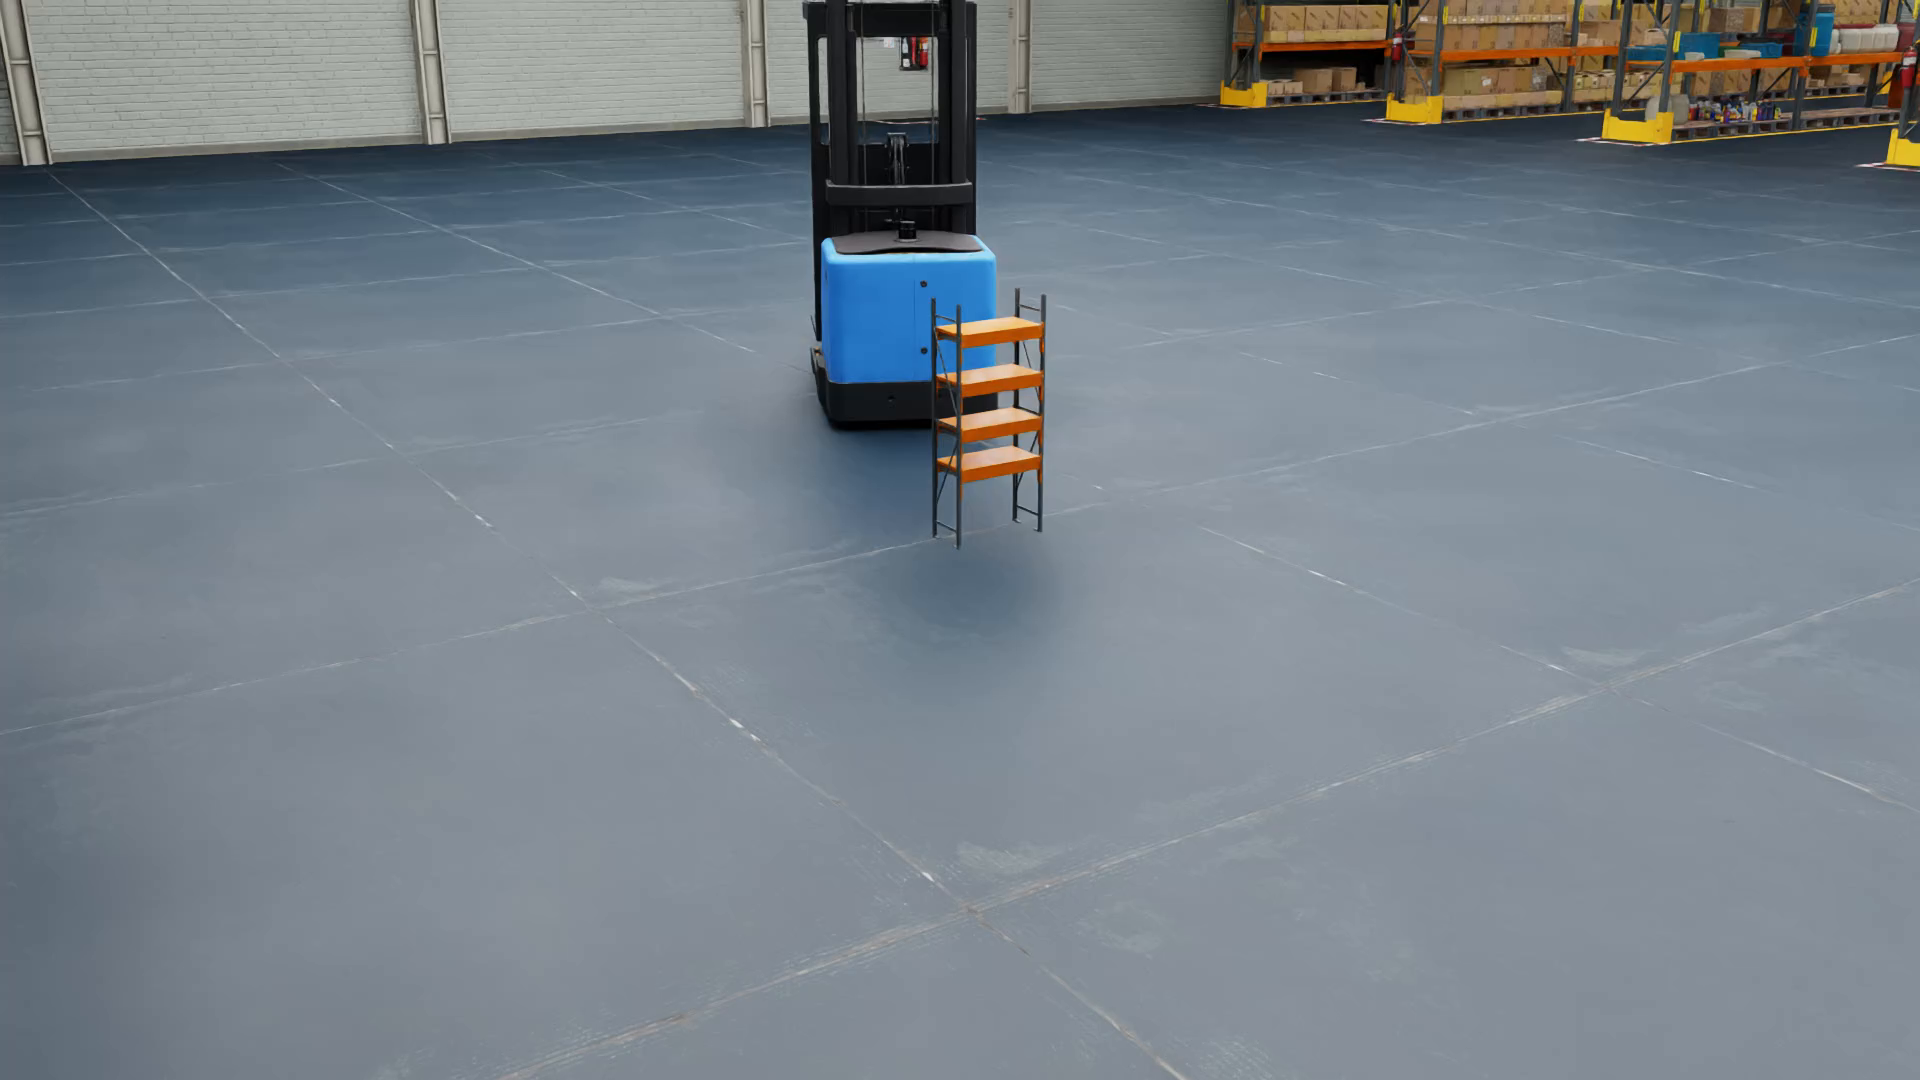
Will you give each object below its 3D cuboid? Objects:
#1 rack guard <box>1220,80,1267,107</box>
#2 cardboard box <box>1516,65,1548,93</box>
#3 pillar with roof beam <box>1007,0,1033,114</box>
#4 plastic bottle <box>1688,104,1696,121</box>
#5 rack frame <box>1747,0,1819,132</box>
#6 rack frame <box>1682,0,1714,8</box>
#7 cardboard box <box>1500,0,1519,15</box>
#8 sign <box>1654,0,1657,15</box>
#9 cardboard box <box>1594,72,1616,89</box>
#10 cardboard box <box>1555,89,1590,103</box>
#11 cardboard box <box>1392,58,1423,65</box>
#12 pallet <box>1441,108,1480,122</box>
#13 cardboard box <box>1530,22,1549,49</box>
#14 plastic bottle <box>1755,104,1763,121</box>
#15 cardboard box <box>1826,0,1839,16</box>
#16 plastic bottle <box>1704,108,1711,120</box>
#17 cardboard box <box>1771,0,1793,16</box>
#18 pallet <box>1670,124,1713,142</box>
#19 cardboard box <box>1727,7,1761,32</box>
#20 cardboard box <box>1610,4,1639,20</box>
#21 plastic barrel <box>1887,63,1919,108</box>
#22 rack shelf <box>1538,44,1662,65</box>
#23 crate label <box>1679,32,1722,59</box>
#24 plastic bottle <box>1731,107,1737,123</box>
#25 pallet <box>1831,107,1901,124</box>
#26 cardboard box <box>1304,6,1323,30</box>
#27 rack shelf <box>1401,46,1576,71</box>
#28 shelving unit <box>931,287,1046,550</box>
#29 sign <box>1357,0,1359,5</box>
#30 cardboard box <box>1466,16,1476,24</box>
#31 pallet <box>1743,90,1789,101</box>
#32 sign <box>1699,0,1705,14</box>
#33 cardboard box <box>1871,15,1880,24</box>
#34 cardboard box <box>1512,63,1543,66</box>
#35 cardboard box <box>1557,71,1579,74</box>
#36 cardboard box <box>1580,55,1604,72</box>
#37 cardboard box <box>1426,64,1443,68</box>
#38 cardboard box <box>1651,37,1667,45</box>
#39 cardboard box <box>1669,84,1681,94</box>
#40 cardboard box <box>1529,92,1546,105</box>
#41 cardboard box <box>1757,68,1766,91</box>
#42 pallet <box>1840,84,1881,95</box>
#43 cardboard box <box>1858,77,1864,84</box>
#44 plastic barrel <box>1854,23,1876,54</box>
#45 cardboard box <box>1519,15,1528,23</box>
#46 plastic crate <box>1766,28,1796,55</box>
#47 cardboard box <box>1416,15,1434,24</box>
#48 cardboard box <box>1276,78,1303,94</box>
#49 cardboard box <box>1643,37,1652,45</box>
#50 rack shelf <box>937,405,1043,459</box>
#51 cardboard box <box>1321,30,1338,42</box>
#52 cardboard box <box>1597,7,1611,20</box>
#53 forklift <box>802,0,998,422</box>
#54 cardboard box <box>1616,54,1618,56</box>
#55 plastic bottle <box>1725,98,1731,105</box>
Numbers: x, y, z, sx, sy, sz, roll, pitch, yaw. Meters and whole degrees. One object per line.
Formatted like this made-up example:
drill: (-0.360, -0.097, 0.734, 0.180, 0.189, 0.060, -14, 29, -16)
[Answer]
rack guard: (6.187, -9.749, 36.301, 0.348, 0.500, 1.175, -12, 22, -31)
cardboard box: (11.501, -9.327, 33.615, 0.500, 0.500, 0.500, -12, 22, -31)
pillar with roof beam: (3.589, -11.908, 29.417, 0.400, 9.000, 9.100, -12, 22, -31)
plastic bottle: (13.091, -7.666, 29.802, 0.135, 0.276, 0.152, -12, 22, -31)
rack frame: (14.913, -8.974, 30.107, 0.127, 3.000, 1.000, -12, 22, -31)
rack frame: (19.487, -13.738, 44.197, 0.127, 3.000, 1.000, -12, 22, -31)
cardboard box: (10.568, -10.617, 32.783, 0.500, 0.500, 0.700, -12, 22, -31)
sign: (15.227, -11.659, 36.364, 0.005, 0.325, 0.100, -12, 22, -31)
cardboard box: (13.527, -9.646, 34.857, 0.500, 0.311, 0.500, -13, 22, -33)
cardboard box: (12.665, -9.201, 34.415, 0.500, 0.250, 0.500, -13, 22, -33)
cardboard box: (10.436, -11.216, 38.784, 0.500, 0.250, 0.500, -12, 22, -33)
pallet: (9.467, -8.420, 32.822, 1.213, 0.211, 1.003, -12, 22, -31)
cardboard box: (11.388, -10.173, 33.496, 0.500, 0.500, 0.700, -12, 22, -32)
plastic bottle: (14.261, -7.632, 29.690, 0.133, 0.283, 0.061, -10, 21, -28)
cardboard box: (19.853, -12.329, 38.312, 0.500, 0.500, 0.500, -13, 22, -33)
plastic bottle: (13.446, -7.661, 29.903, 0.097, 0.201, 0.097, 0, 19, 0)
cardboard box: (19.154, -12.388, 38.488, 0.500, 0.500, 0.500, -12, 22, -31)
pallet: (12.292, -7.117, 28.965, 1.213, 0.211, 1.003, -12, 22, -31)
cardboard box: (17.432, -11.628, 37.143, 0.700, 0.500, 0.500, 16, 24, 39)
cardboard box: (16.608, -13.267, 42.335, 0.700, 0.700, 0.980, -12, 22, -31)
plastic barrel: (18.653, -8.941, 32.740, 0.708, 0.830, 0.600, -12, 22, -31)
rack shelf: (13.863, -10.311, 35.185, 4.000, 0.370, 1.077, -12, 22, -31)
crate label: (12.961, -8.683, 29.190, 0.616, 0.435, 0.502, -12, 22, -31)
plastic bottle: (13.628, -7.500, 29.318, 0.097, 0.271, 0.097, 0, 19, 0)
pallet: (17.586, -8.232, 32.265, 1.213, 0.211, 1.003, -12, 22, -31)
cardboard box: (7.541, -11.391, 36.287, 0.500, 0.500, 0.500, -13, 22, -33)
rack shelf: (10.522, -9.607, 33.101, 4.000, 0.370, 1.077, -12, 22, -31)
shelving unit: (0.138, -0.598, 8.139, 0.503, 1.200, 0.258, -12, 22, -31)
sign: (9.156, -12.321, 38.197, 0.005, 0.325, 0.100, -12, 22, -31)
cardboard box: (9.726, -10.052, 32.127, 0.250, 0.149, 0.380, -12, 22, -31)
pallet: (18.215, -10.235, 38.189, 1.213, 0.211, 1.003, -12, 22, -31)
sign: (15.841, -11.405, 35.489, 0.005, 0.325, 0.100, -12, 22, -31)
cardboard box: (21.559, -12.217, 39.542, 0.500, 0.500, 0.500, -12, 22, -31)
cardboard box: (11.633, -9.554, 34.287, 0.500, 0.500, 0.500, -12, 22, -31)
cardboard box: (12.804, -9.703, 35.025, 0.500, 0.311, 0.500, -11, 22, -30)
cardboard box: (15.675, -12.065, 41.949, 0.750, 0.750, 0.750, -12, 22, -31)
cardboard box: (10.923, -10.966, 39.215, 0.500, 0.500, 0.700, -12, 22, -31)
cardboard box: (14.934, -10.653, 35.465, 0.250, 0.149, 0.380, -12, 22, -31)
cardboard box: (15.228, -9.743, 36.018, 0.500, 0.250, 0.500, -11, 22, -30)
cardboard box: (11.502, -8.971, 33.734, 0.500, 0.250, 0.500, -12, 22, -31)
cardboard box: (17.783, -10.397, 37.530, 0.500, 0.500, 0.500, -12, 22, -31)
pallet: (21.486, -10.938, 40.271, 1.213, 0.211, 1.003, -12, 22, -31)
cardboard box: (21.508, -11.071, 40.045, 0.250, 0.166, 0.380, -12, 22, -31)
plastic barrel: (16.807, -9.354, 31.018, 0.433, 0.535, 0.433, 0, 19, 0)
cardboard box: (11.022, -10.326, 32.937, 0.250, 0.149, 0.380, -11, 22, -30)
plastic crate: (15.149, -9.172, 30.591, 0.583, 0.464, 0.402, -12, 22, -31)
cardboard box: (9.066, -10.068, 32.174, 0.250, 0.149, 0.380, -12, 22, -32)
cardboard box: (7.227, -10.053, 36.808, 0.500, 0.311, 0.500, -10, 21, -27)
cardboard box: (14.499, -10.646, 35.443, 0.250, 0.149, 0.380, -10, 21, -27)
rack shelf: (0.138, -0.534, 8.160, 0.480, 0.148, 0.258, -12, 22, -31)
cardboard box: (7.984, -11.131, 36.689, 0.500, 0.250, 0.500, -12, 22, -31)
cardboard box: (15.899, -13.082, 41.607, 0.500, 0.500, 0.500, -12, 22, -32)
forklift: (-0.469, -2.542, 11.186, 1.130, 2.935, 3.031, -2, 19, -7)
cardboard box: (17.255, -12.627, 43.147, 0.250, 0.149, 0.380, -13, 22, -33)
plastic bottle: (14.011, -7.897, 30.369, 0.185, 0.351, 0.144, -11, 22, -30)
